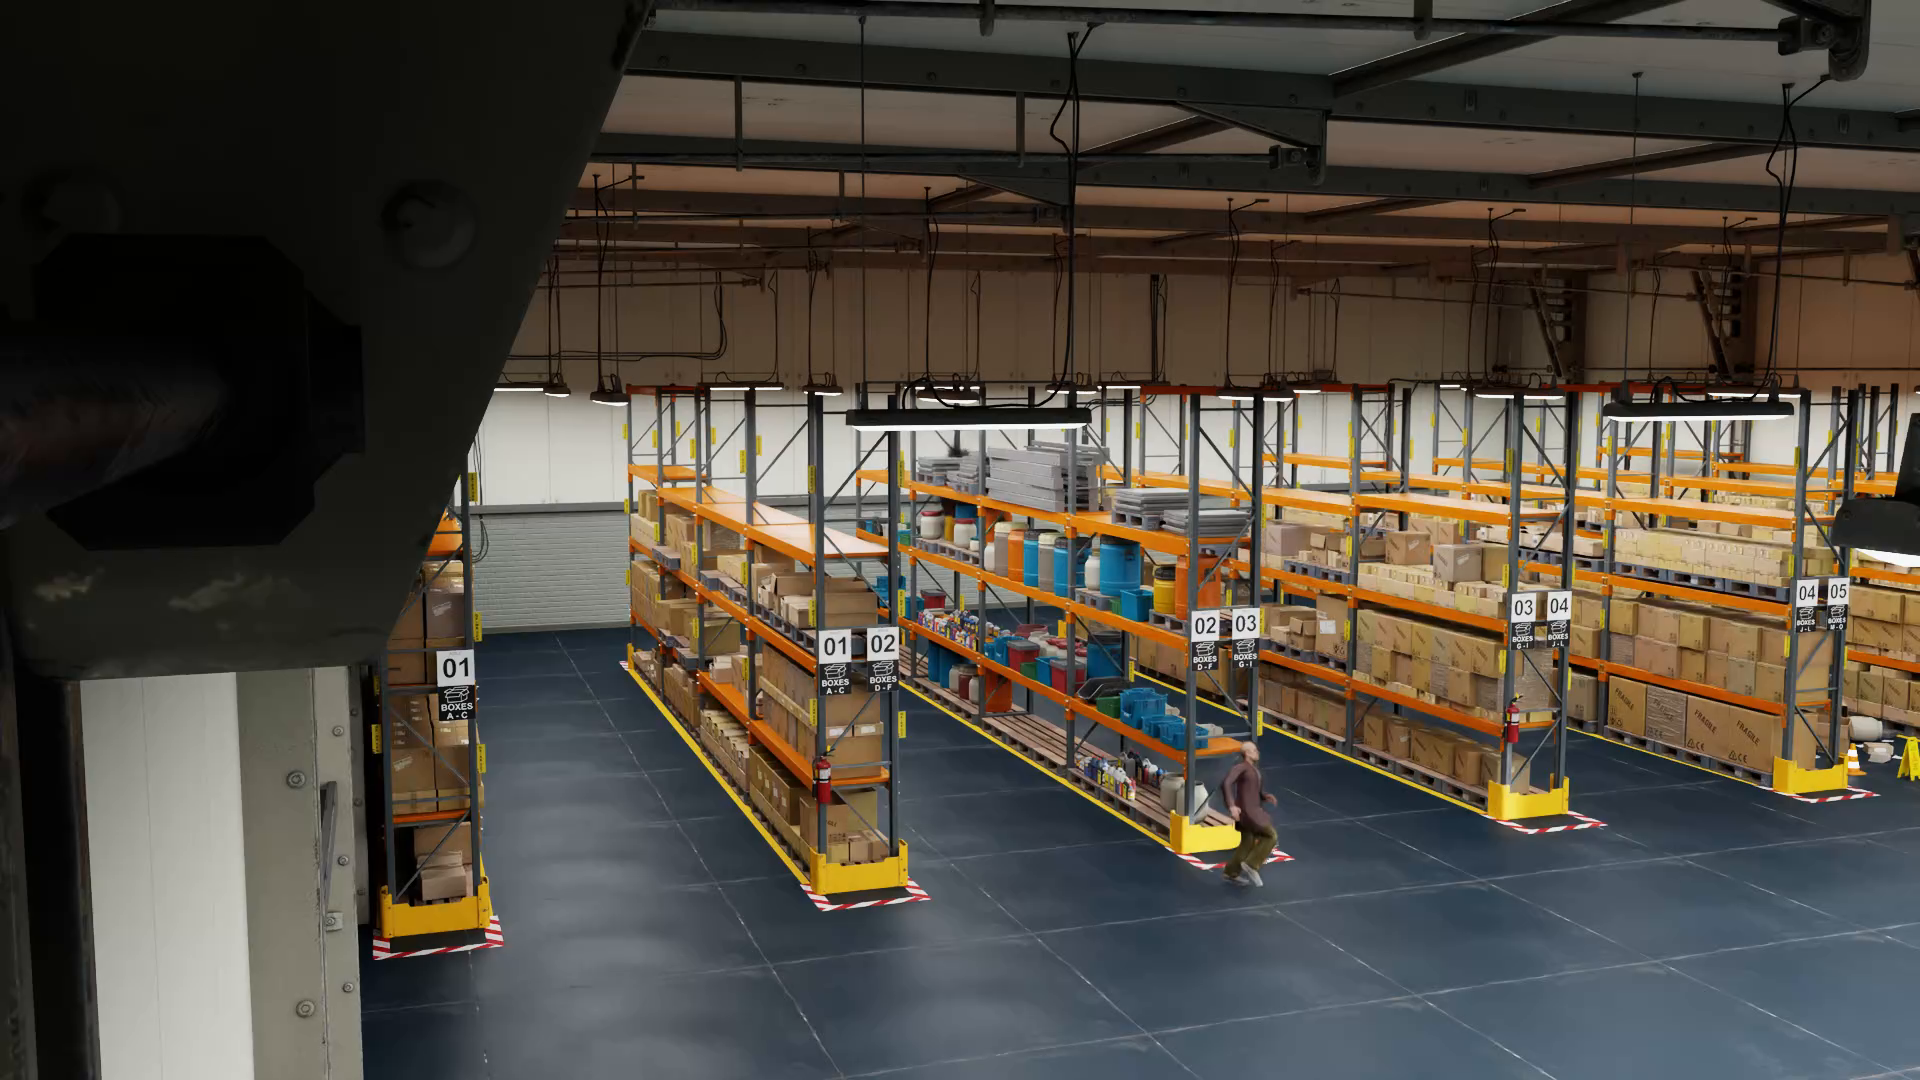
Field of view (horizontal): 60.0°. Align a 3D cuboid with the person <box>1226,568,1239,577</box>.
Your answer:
[{"bbox_3d":[6.686,1.302,41.081,0.721,1.586,0.605,-3,7,-29],"label":"person"}]

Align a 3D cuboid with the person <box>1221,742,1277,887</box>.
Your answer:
[{"bbox_3d":[3.586,3.350,20.441,0.675,1.712,0.697,2,6,19],"label":"person"}]
